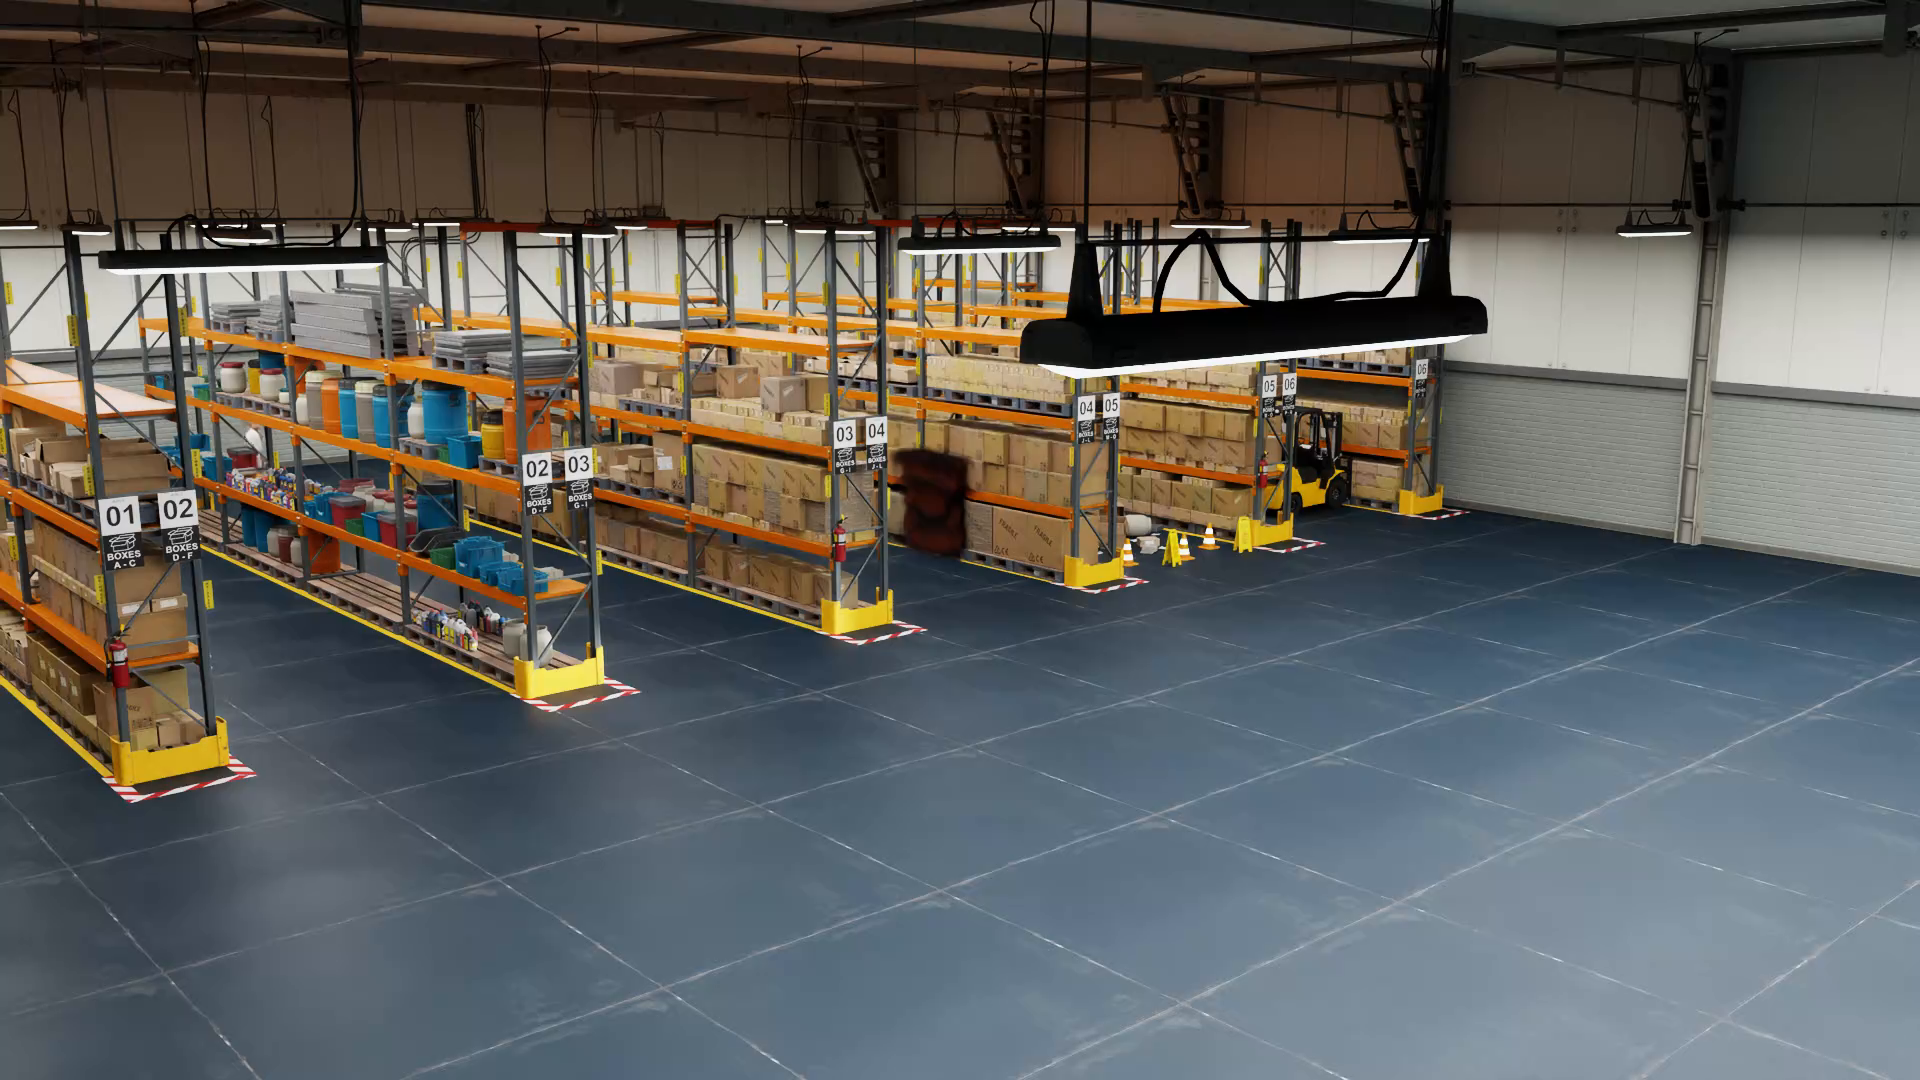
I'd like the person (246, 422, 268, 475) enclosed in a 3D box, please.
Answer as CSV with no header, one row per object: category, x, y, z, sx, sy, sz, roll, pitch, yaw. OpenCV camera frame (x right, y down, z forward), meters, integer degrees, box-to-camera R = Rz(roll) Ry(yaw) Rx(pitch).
person,-15.341,-1.801,36.330,1.122,1.727,0.672,-7,14,-33

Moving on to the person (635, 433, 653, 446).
person,-7.939,-2.827,41.439,0.730,1.812,0.376,0,11,-1
